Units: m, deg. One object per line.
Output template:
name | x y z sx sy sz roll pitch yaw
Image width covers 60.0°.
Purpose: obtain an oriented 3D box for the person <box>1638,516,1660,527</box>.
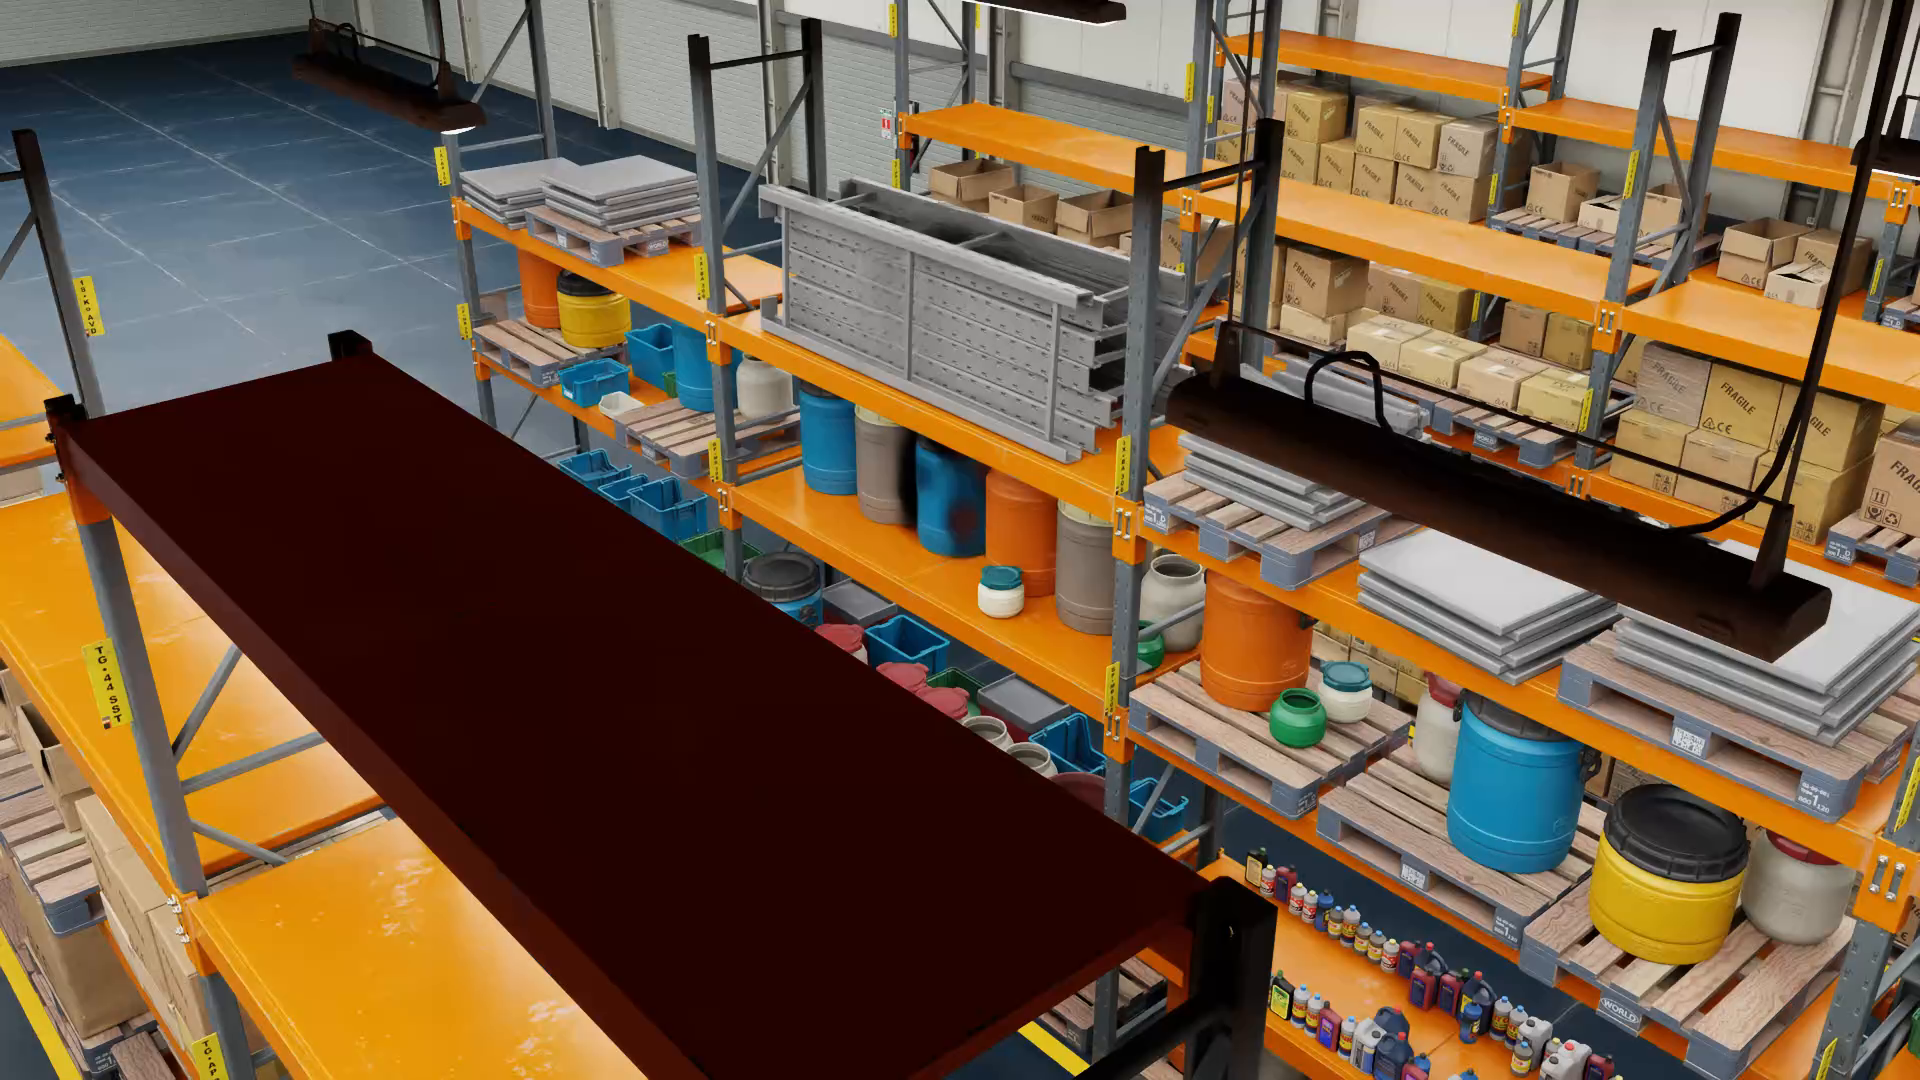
person | 6.175 0.632 14.555 0.935 1.604 0.692 15 31 27
